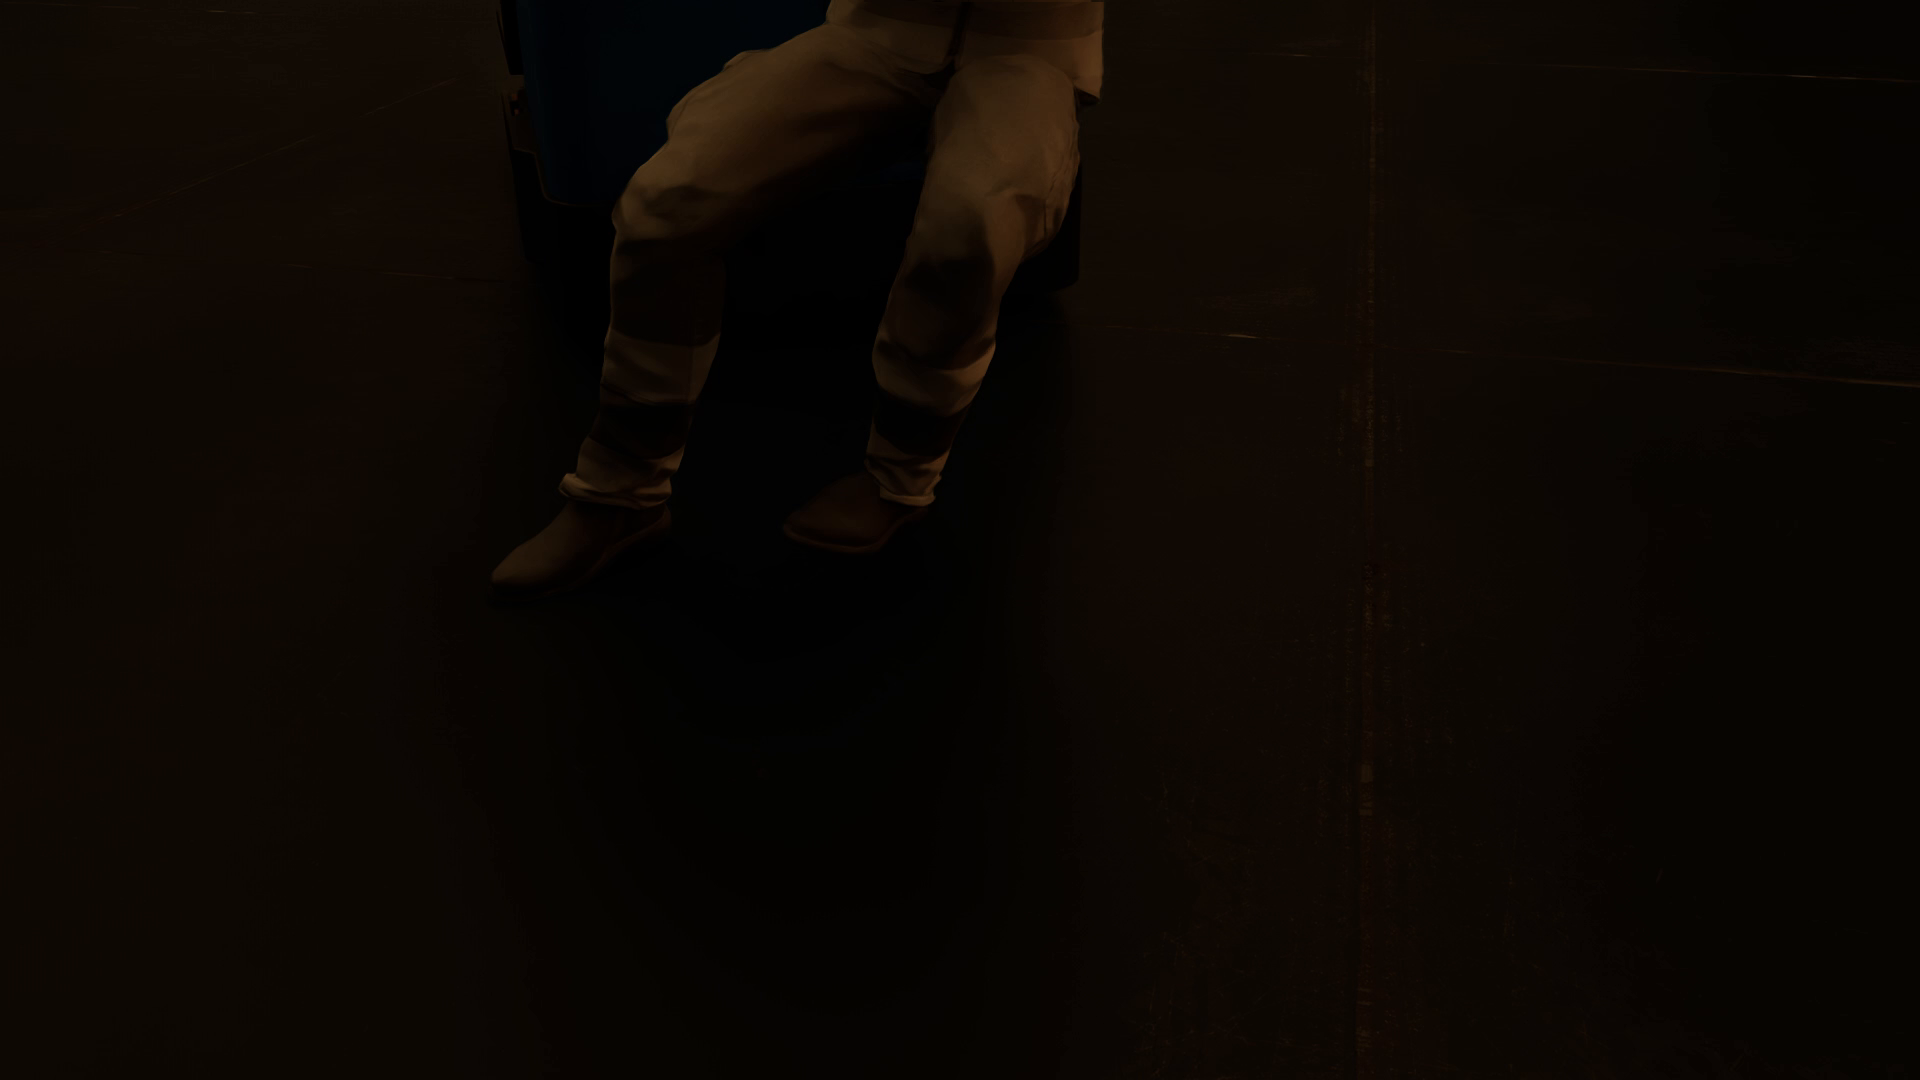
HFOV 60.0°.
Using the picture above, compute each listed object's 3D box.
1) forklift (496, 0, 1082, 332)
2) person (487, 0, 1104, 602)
[{"bbox_3d":[-0.649,-2.343,3.890,1.130,2.935,3.031,-7,28,-14],"label":"forklift"},{"bbox_3d":[0.100,-0.636,2.180,1.501,1.450,0.741,2,27,5],"label":"person"}]
